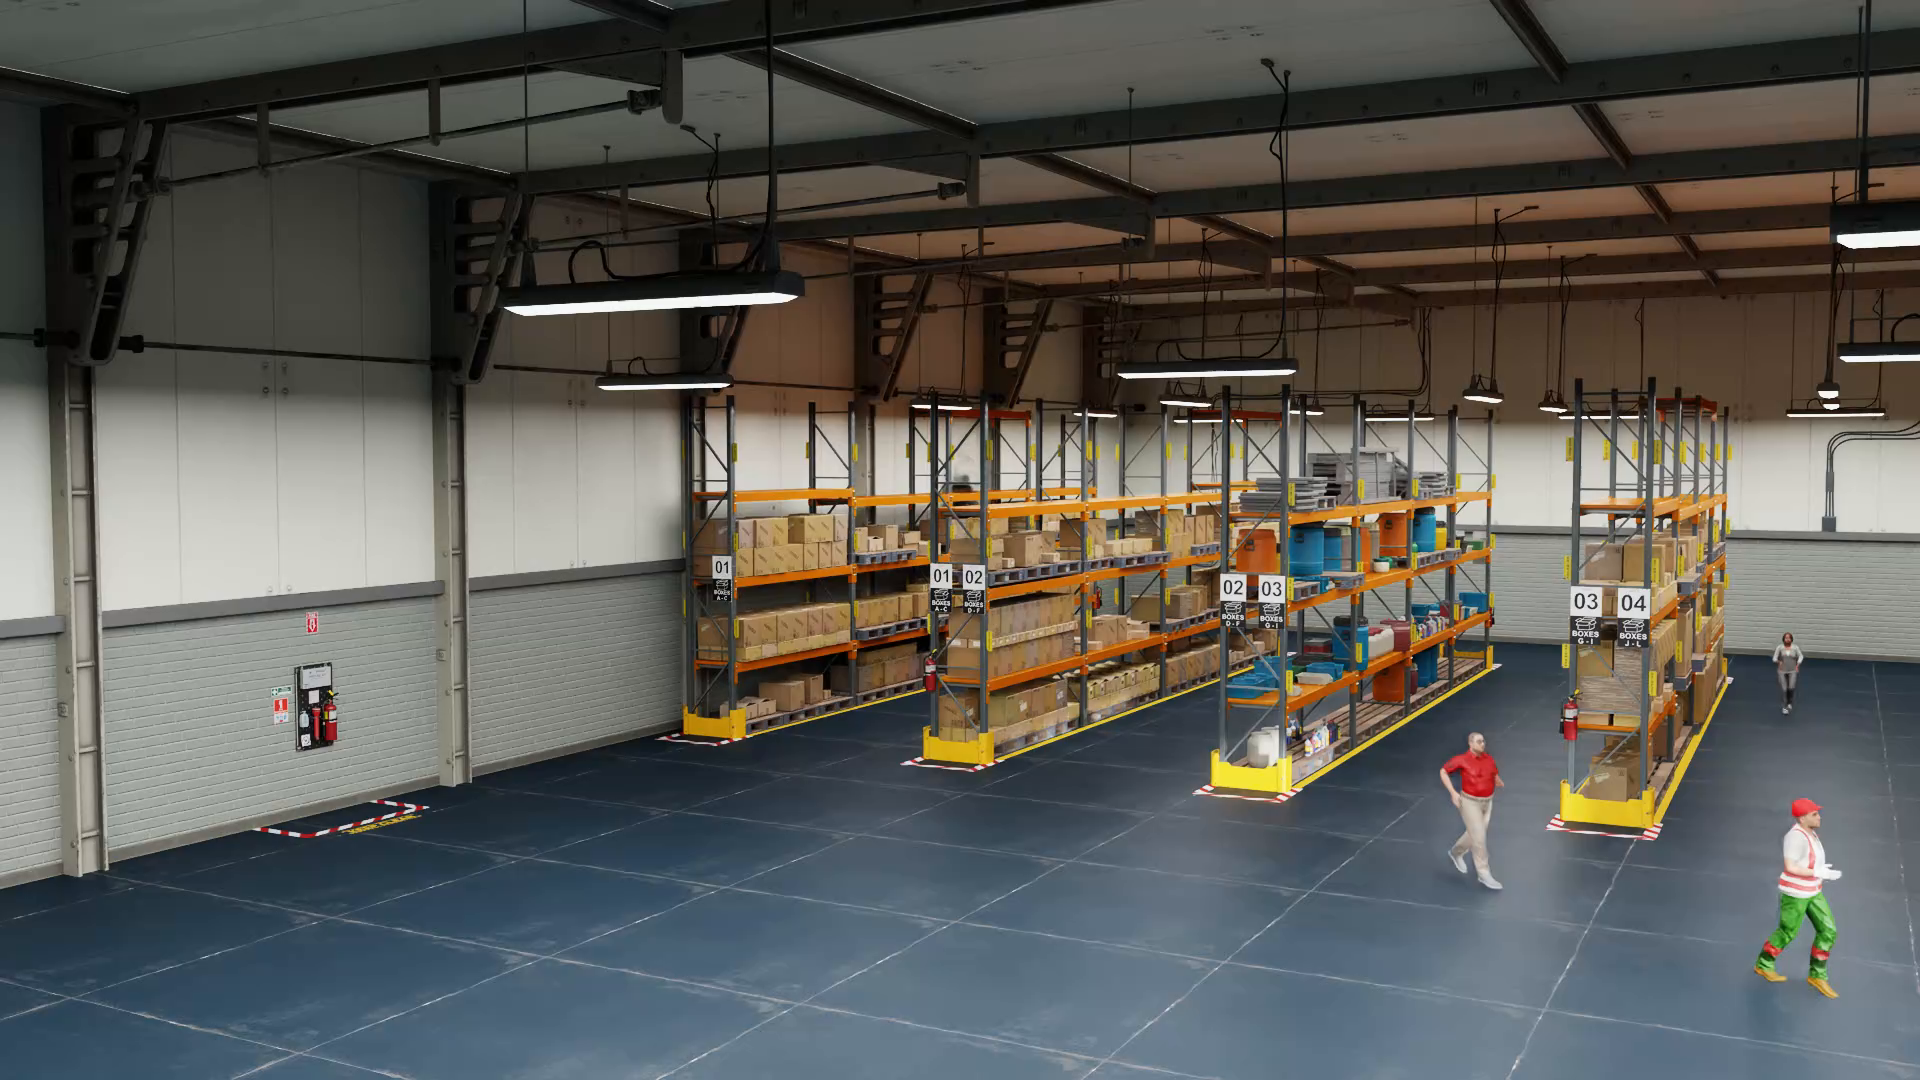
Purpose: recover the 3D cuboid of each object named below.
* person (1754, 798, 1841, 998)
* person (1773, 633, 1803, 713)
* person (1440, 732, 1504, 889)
[{"bbox_3d":[7.773,3.300,15.387,0.637,1.836,0.788,-2,4,-38],"label":"person"},{"bbox_3d":[15.790,2.547,31.719,0.528,1.560,0.582,1,3,24],"label":"person"},{"bbox_3d":[5.996,3.094,19.340,0.666,1.723,0.967,-2,3,-27],"label":"person"}]
